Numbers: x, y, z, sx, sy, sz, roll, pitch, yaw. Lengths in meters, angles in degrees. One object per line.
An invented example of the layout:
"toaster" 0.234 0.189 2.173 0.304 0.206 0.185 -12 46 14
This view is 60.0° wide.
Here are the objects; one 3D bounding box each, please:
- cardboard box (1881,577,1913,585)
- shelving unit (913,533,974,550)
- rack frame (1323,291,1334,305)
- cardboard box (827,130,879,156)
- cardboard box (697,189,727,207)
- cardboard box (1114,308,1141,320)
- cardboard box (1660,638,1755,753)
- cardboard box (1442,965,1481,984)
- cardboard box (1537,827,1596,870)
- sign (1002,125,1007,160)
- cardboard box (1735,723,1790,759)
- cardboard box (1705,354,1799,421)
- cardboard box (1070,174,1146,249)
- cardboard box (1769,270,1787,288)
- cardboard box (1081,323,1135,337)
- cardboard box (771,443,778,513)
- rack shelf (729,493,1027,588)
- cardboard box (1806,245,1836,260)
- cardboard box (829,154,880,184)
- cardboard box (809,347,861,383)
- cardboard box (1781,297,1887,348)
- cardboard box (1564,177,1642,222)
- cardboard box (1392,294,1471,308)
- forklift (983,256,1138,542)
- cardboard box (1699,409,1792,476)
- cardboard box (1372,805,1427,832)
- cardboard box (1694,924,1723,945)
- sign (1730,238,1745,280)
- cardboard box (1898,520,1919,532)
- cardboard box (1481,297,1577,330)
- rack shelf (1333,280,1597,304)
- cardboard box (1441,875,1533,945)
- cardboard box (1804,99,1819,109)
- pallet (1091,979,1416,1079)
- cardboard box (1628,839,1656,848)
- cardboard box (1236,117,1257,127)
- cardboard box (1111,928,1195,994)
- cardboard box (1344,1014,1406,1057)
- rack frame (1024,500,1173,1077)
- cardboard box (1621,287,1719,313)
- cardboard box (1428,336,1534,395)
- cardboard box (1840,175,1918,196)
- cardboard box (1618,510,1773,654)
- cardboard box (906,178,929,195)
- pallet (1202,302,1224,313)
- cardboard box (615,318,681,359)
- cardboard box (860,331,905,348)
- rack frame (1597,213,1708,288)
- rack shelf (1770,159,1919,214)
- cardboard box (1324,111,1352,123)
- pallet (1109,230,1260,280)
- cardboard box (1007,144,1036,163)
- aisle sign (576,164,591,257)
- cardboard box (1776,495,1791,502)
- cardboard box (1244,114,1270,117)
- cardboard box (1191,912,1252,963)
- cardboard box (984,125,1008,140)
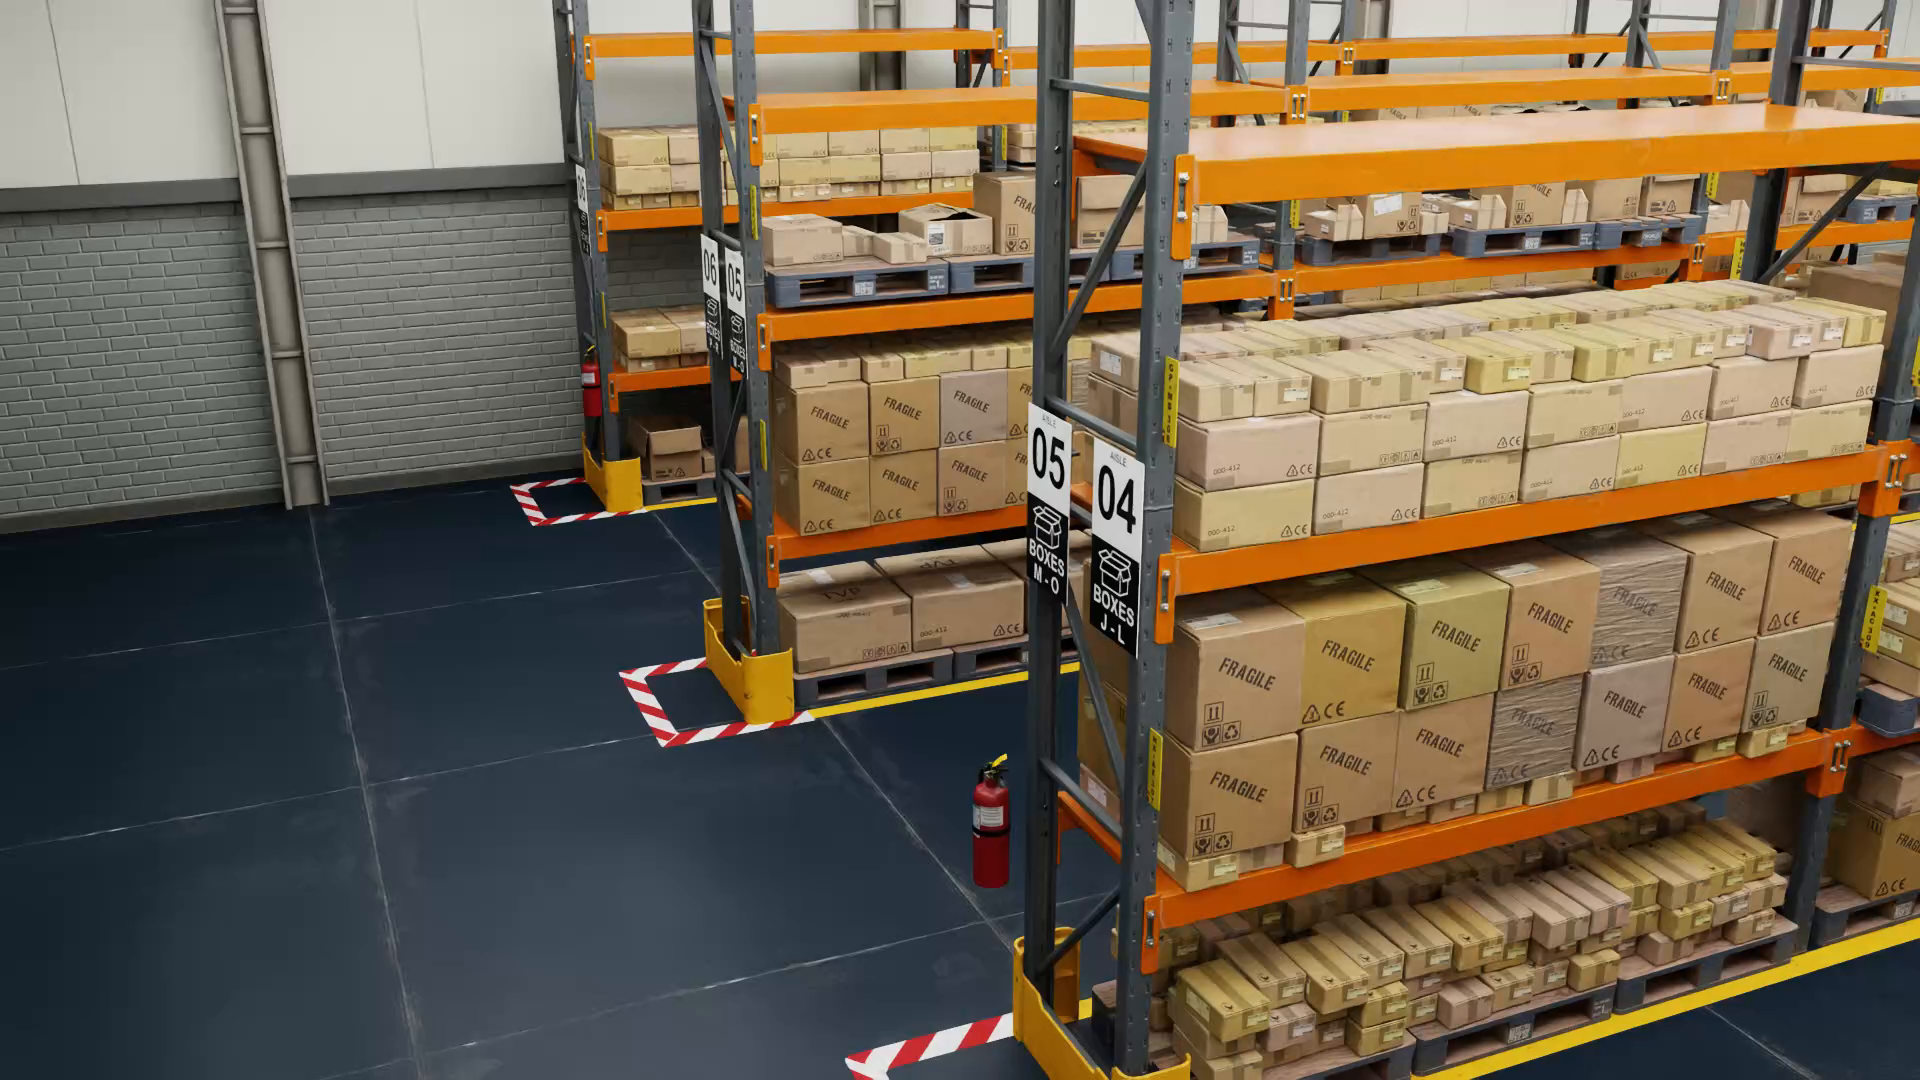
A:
"cardboard box" 4.988 0.229 9.153 0.250 0.149 0.380 -7 21 -20
"shelving unit" -0.152 -0.544 14.761 0.503 1.200 0.258 -8 21 -22
"rack frame" 3.880 -2.907 18.763 0.127 3.000 1.000 -8 21 -22
"cardboard box" -1.092 -3.828 15.886 0.500 0.250 0.500 -8 21 -21
"cardboard box" -2.338 -3.195 15.441 0.250 0.149 0.380 -8 21 -21
"cardboard box" 1.337 -1.645 12.545 0.250 0.149 0.380 -8 21 -23
"cardboard box" 3.421 0.658 8.037 0.500 0.500 0.500 -9 21 -23
"cardboard box" 2.321 1.979 8.097 0.250 0.149 0.380 -7 21 -19
"cardboard box" 3.113 1.584 8.771 0.250 0.149 0.380 -9 21 -23
"sign" 0.429 -3.875 16.217 0.005 0.325 0.100 -8 21 -22
"cardboard box" 3.868 0.923 8.263 0.250 0.149 0.380 -9 21 -23
"cardboard box" 3.425 -0.749 7.588 0.500 0.250 0.500 -9 21 -24
"cardboard box" 0.951 -2.390 11.837 0.637 0.503 0.797 -6 20 -18
"cardboard box" 7.240 -2.387 15.077 0.250 0.149 0.380 -9 21 -25
"cardboard box" 1.061 -1.441 11.966 0.250 0.149 0.380 -8 21 -22
"cardboard box" -1.158 -0.533 11.869 0.500 0.500 0.500 -8 21 -22
"rack shelf" 0.341 -0.266 12.343 4.000 0.370 1.077 -8 21 -22
"cardboard box" 10.878 -3.862 21.324 0.500 0.500 0.500 -9 21 -23
"cardboard box" -1.084 -3.590 15.964 0.500 0.250 0.500 -8 21 -21
"cardboard box" -0.848 -1.185 11.238 0.250 0.149 0.380 -8 21 -21
"cardboard box" 4.052 -1.015 7.745 0.250 0.149 0.380 -9 21 -24
"cardboard box" 5.016 -2.866 13.346 0.500 0.500 0.700 -9 21 -25
"cardboard box" 3.903 -1.726 13.751 0.500 0.500 0.500 -8 21 -21
"forklift" 1.555 -1.617 15.202 3.031 2.935 1.130 -8 21 -21
"cardboard box" 3.424 -0.507 7.654 0.500 0.250 0.500 -8 21 -22
"cardboard box" 1.913 1.161 7.586 0.250 0.149 0.380 -8 21 -22
"cardboard box" 3.734 1.939 8.659 0.250 0.149 0.380 -8 21 -20
"sign" 4.007 -1.385 8.551 0.005 0.325 0.100 -8 21 -22
"cardboard box" 5.474 0.021 9.297 0.250 0.149 0.380 -9 21 -24
"cardboard box" 2.641 -1.017 7.750 0.250 0.149 0.380 -7 21 -19
"rack shelf" 5.717 -2.831 19.629 4.000 0.370 1.077 -8 21 -22
"cardboard box" 2.567 1.814 8.119 0.250 0.149 0.380 -8 21 -22
"cardboard box" 10.352 -5.322 20.522 0.258 0.266 0.396 -8 21 -22
"pallet" 1.387 2.364 7.991 1.213 0.211 1.003 -8 21 -22
"cardboard box" 3.574 1.645 9.045 0.250 0.149 0.380 -8 21 -22
"cardboard box" 2.924 -4.371 17.581 0.250 0.149 0.380 -8 21 -23
"cardboard box" 0.929 2.004 8.026 0.250 0.149 0.380 -9 21 -23
"cardboard box" 1.877 2.235 7.817 0.250 0.149 0.380 -8 21 -21
"rack frame" 0.558 1.154 7.227 0.127 3.000 1.000 -8 21 -22
"cardboard box" 3.396 -1.099 7.984 0.250 0.149 0.380 -8 21 -23
"cardboard box" 2.163 -0.732 6.940 0.250 0.149 0.380 -7 21 -20
"cardboard box" 8.108 -3.210 14.699 0.500 0.250 0.500 -8 21 -21
"cardboard box" 3.433 0.183 7.882 0.500 0.500 0.500 -9 21 -24
"cardboard box" -0.482 -3.476 16.240 0.250 0.149 0.380 -7 21 -20
"pallet" 2.096 -2.560 18.064 1.213 0.211 1.003 -8 21 -22
"cardboard box" -2.942 -1.902 15.686 0.500 0.250 0.500 -8 21 -22
"cardboard box" -0.571 -1.396 11.837 0.250 0.149 0.380 -8 21 -21
"rack frame" 5.850 -1.394 14.465 0.127 3.000 1.000 -8 21 -22
"rack shelf" 6.067 -1.937 8.658 4.000 0.370 1.077 -8 21 -22
"cardboard box" 4.444 -4.670 18.696 0.500 0.250 0.500 -8 21 -22
"pallet" 1.422 -2.137 12.191 1.213 0.211 1.003 -8 21 -22
"cardboard box" 0.639 -3.841 16.493 0.250 0.149 0.380 -8 21 -21
"aisle sign" -3.412 -2.983 15.062 0.004 0.787 0.394 -8 21 -22
"cardboard box" 7.047 -0.524 15.317 0.625 0.372 0.950 -9 21 -23
"cardboard box" 3.188 -4.591 18.206 0.250 0.149 0.380 -8 21 -22
"cardboard box" 1.197 1.858 7.993 0.250 0.149 0.380 -8 21 -21
"cardboard box" 0.436 -4.138 16.889 0.250 0.149 0.380 -8 21 -23
